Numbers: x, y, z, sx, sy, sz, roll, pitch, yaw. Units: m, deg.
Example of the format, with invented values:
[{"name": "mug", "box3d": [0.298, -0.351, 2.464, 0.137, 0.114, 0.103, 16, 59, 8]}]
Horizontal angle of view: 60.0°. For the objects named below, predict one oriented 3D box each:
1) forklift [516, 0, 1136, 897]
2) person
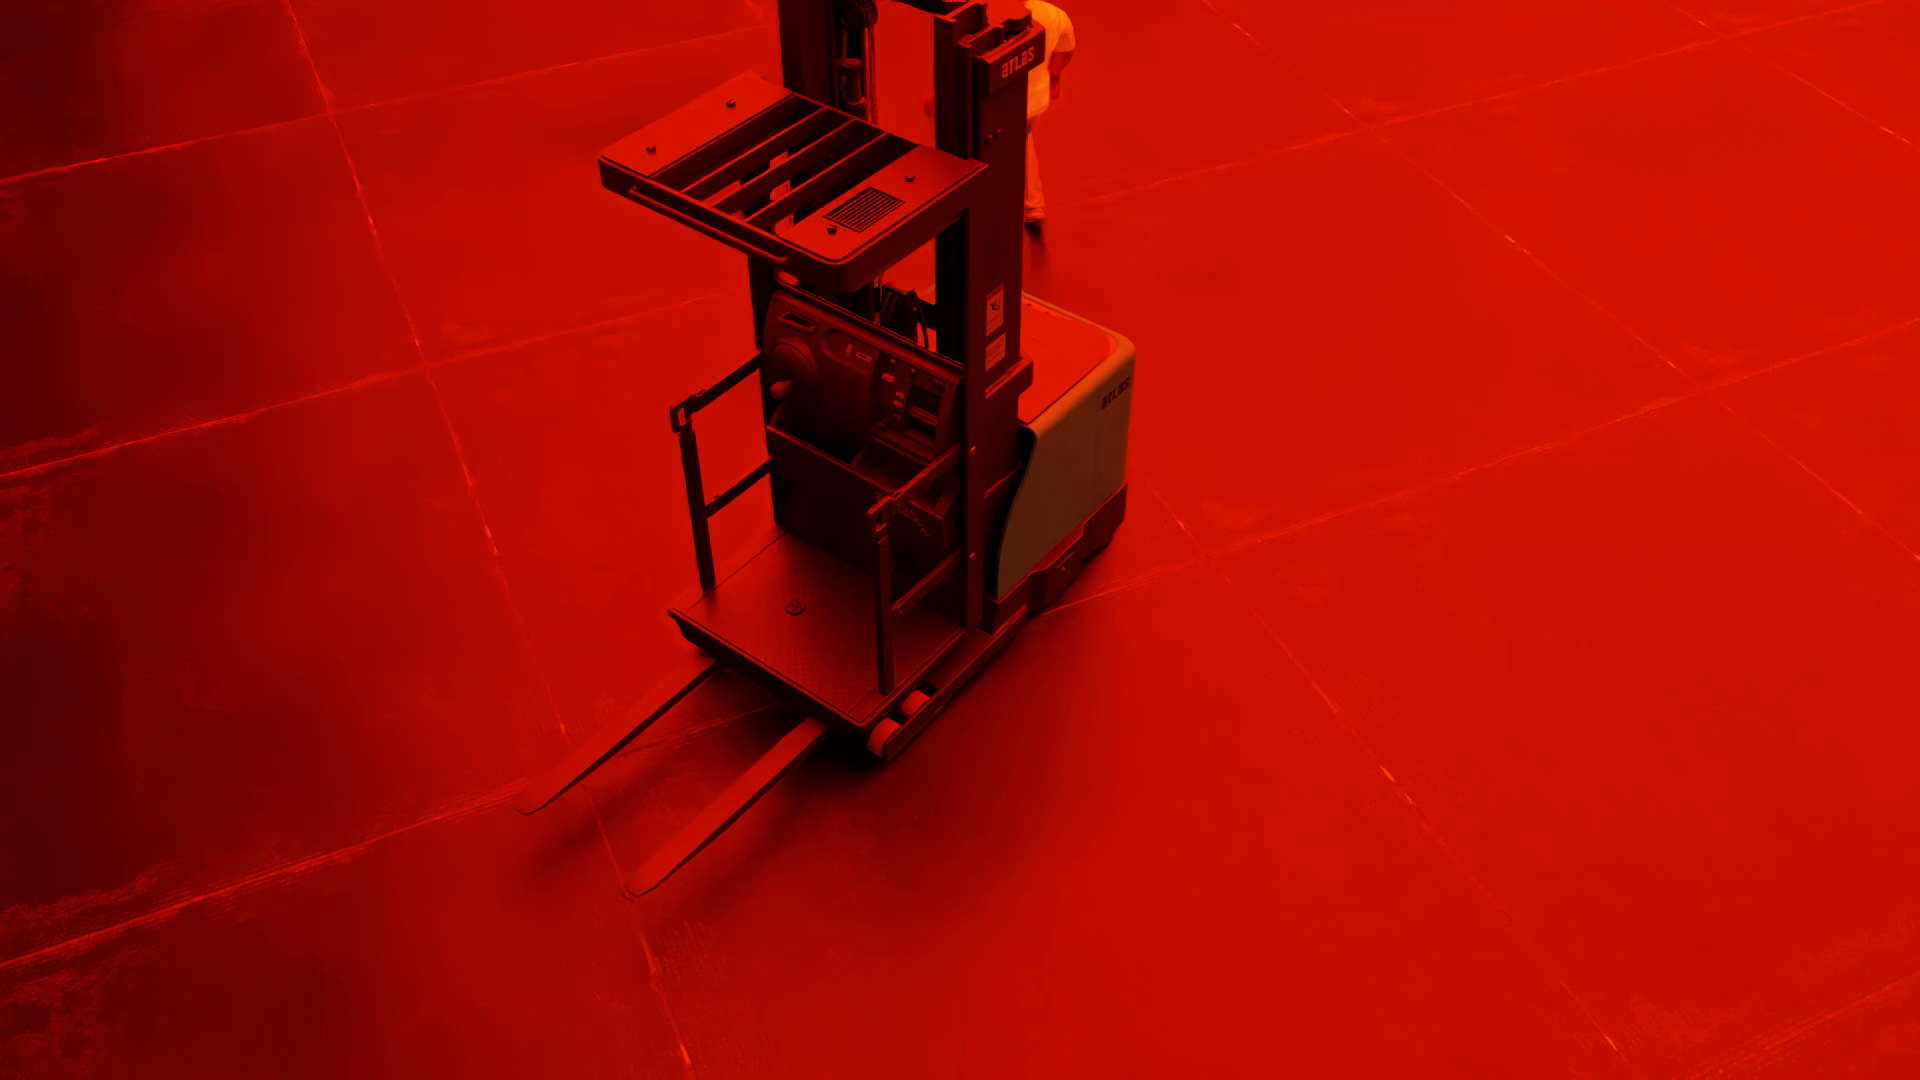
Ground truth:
[{"name": "forklift", "box3d": [-0.521, -0.554, 6.274, 1.130, 2.935, 3.031, 28, 50, 27]}, {"name": "person", "box3d": [0.216, -2.410, 9.154, 0.858, 1.761, 0.499, -16, 45, -16]}]
